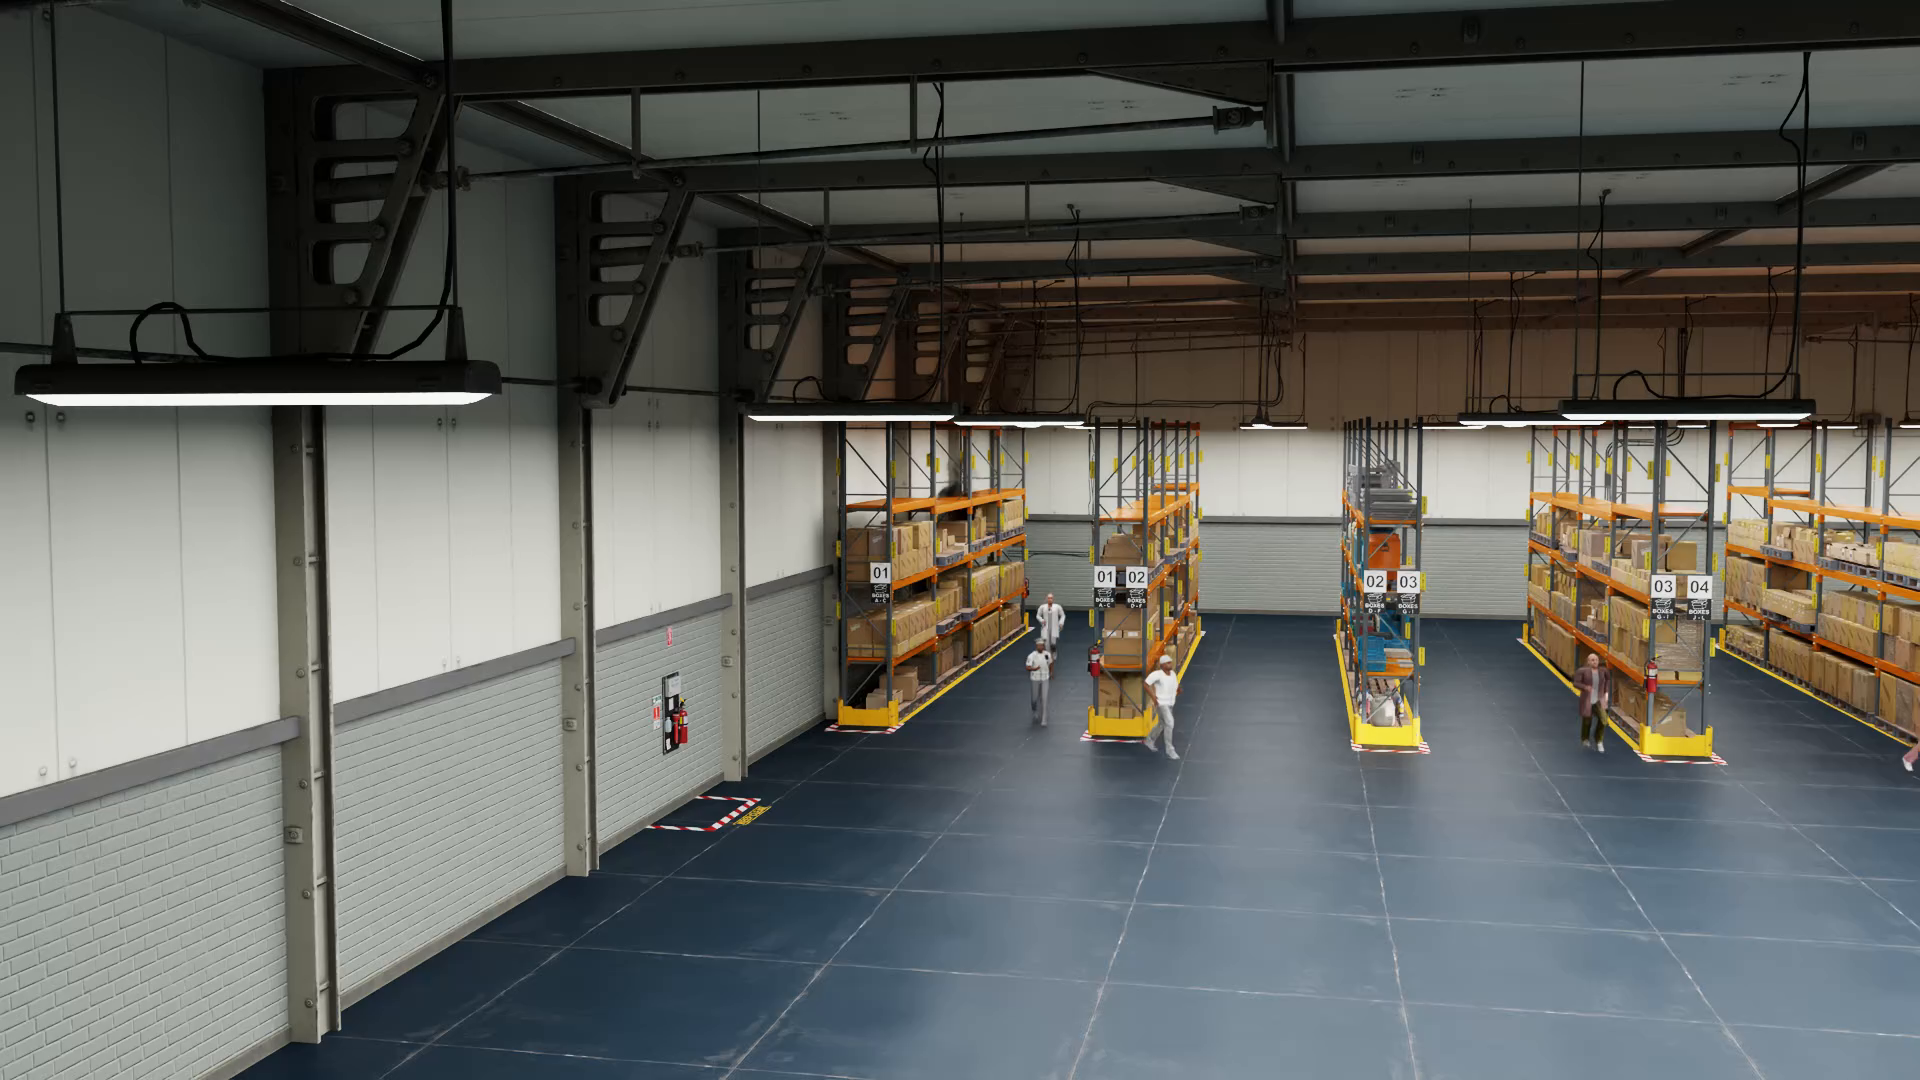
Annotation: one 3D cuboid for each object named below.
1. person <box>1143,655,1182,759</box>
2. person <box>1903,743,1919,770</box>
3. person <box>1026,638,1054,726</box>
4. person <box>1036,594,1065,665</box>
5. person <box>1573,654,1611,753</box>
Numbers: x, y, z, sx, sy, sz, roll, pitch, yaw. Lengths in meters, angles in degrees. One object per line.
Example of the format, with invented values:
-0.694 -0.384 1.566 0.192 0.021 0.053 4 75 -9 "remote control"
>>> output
3.606 2.916 29.370 0.839 1.795 0.687 3 5 42 "person"
16.292 3.086 27.677 0.642 1.652 0.944 -1 4 -19 "person"
1.572 2.743 32.562 0.577 1.681 0.940 0 4 -2 "person"
2.220 2.204 40.954 0.707 1.736 0.633 1 4 8 "person"
11.347 2.920 29.842 0.719 1.787 0.868 0 4 7 "person"
